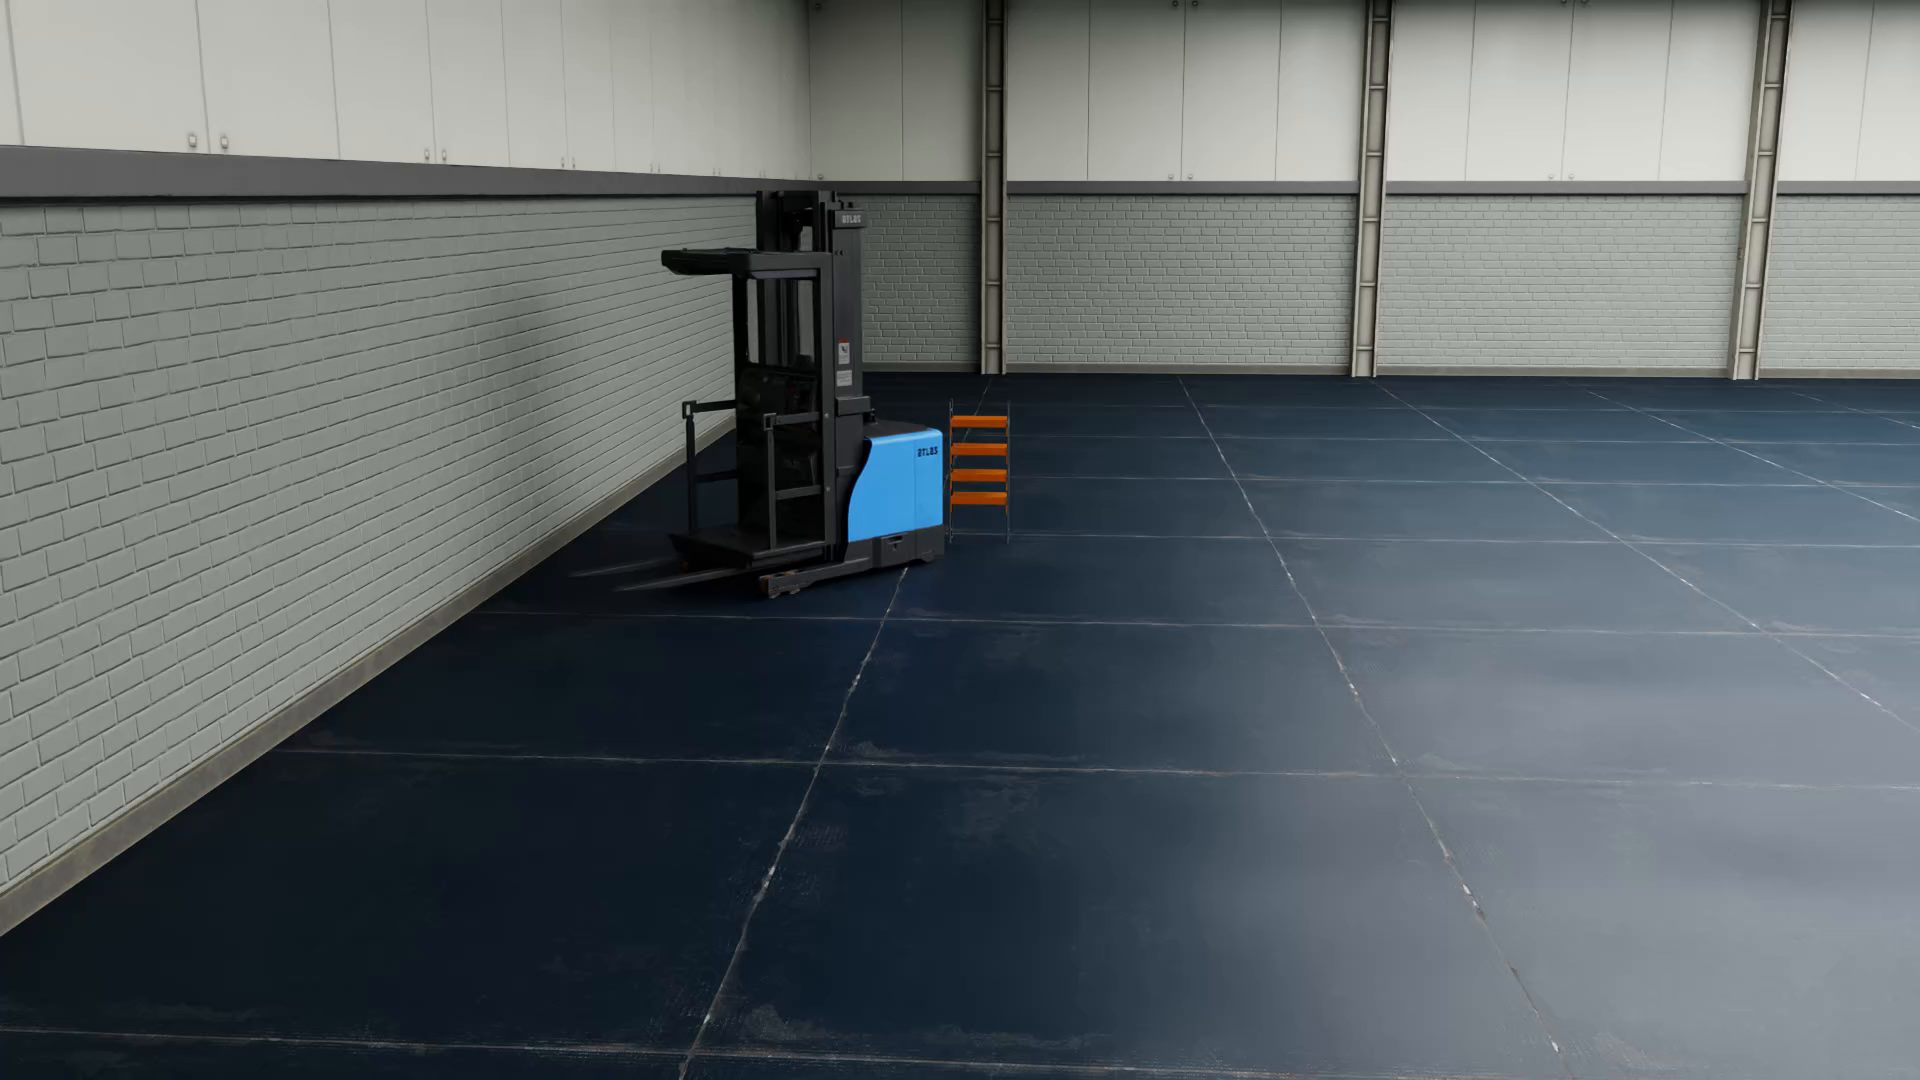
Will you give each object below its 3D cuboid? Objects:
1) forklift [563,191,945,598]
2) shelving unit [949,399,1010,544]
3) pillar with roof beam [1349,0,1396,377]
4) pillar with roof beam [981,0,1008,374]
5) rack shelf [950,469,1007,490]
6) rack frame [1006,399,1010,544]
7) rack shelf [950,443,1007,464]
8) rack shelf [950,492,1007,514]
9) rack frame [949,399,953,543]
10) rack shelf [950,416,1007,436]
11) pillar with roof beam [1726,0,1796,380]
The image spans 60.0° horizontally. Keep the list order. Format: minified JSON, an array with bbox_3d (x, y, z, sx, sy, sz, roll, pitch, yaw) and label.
[{"bbox_3d":[-1.534,-1.127,12.497,3.031,2.935,1.130,-11,16,-43],"label":"forklift"},{"bbox_3d":[0.165,-0.585,14.134,0.503,1.200,0.258,1,12,4],"label":"shelving unit"},{"bbox_3d":[6.252,-6.196,21.908,0.400,9.000,9.100,1,12,4],"label":"pillar with roof beam"},{"bbox_3d":[0.266,-6.278,22.301,0.400,9.000,9.100,1,12,4],"label":"pillar with roof beam"},{"bbox_3d":[0.165,-0.519,14.148,0.480,0.148,0.258,1,12,4],"label":"rack shelf"},{"bbox_3d":[0.409,-0.582,14.118,0.015,1.200,0.240,1,12,4],"label":"rack frame"},{"bbox_3d":[0.165,-0.738,14.102,0.480,0.148,0.258,1,12,4],"label":"rack shelf"},{"bbox_3d":[0.165,-0.325,14.189,0.480,0.148,0.258,1,12,4],"label":"rack shelf"},{"bbox_3d":[-0.078,-0.588,14.150,0.015,1.200,0.240,1,12,4],"label":"rack frame"},{"bbox_3d":[0.165,-0.970,14.054,0.480,0.148,0.258,1,12,4],"label":"rack shelf"},{"bbox_3d":[12.239,-6.113,21.516,0.400,9.000,9.100,1,12,4],"label":"pillar with roof beam"}]
